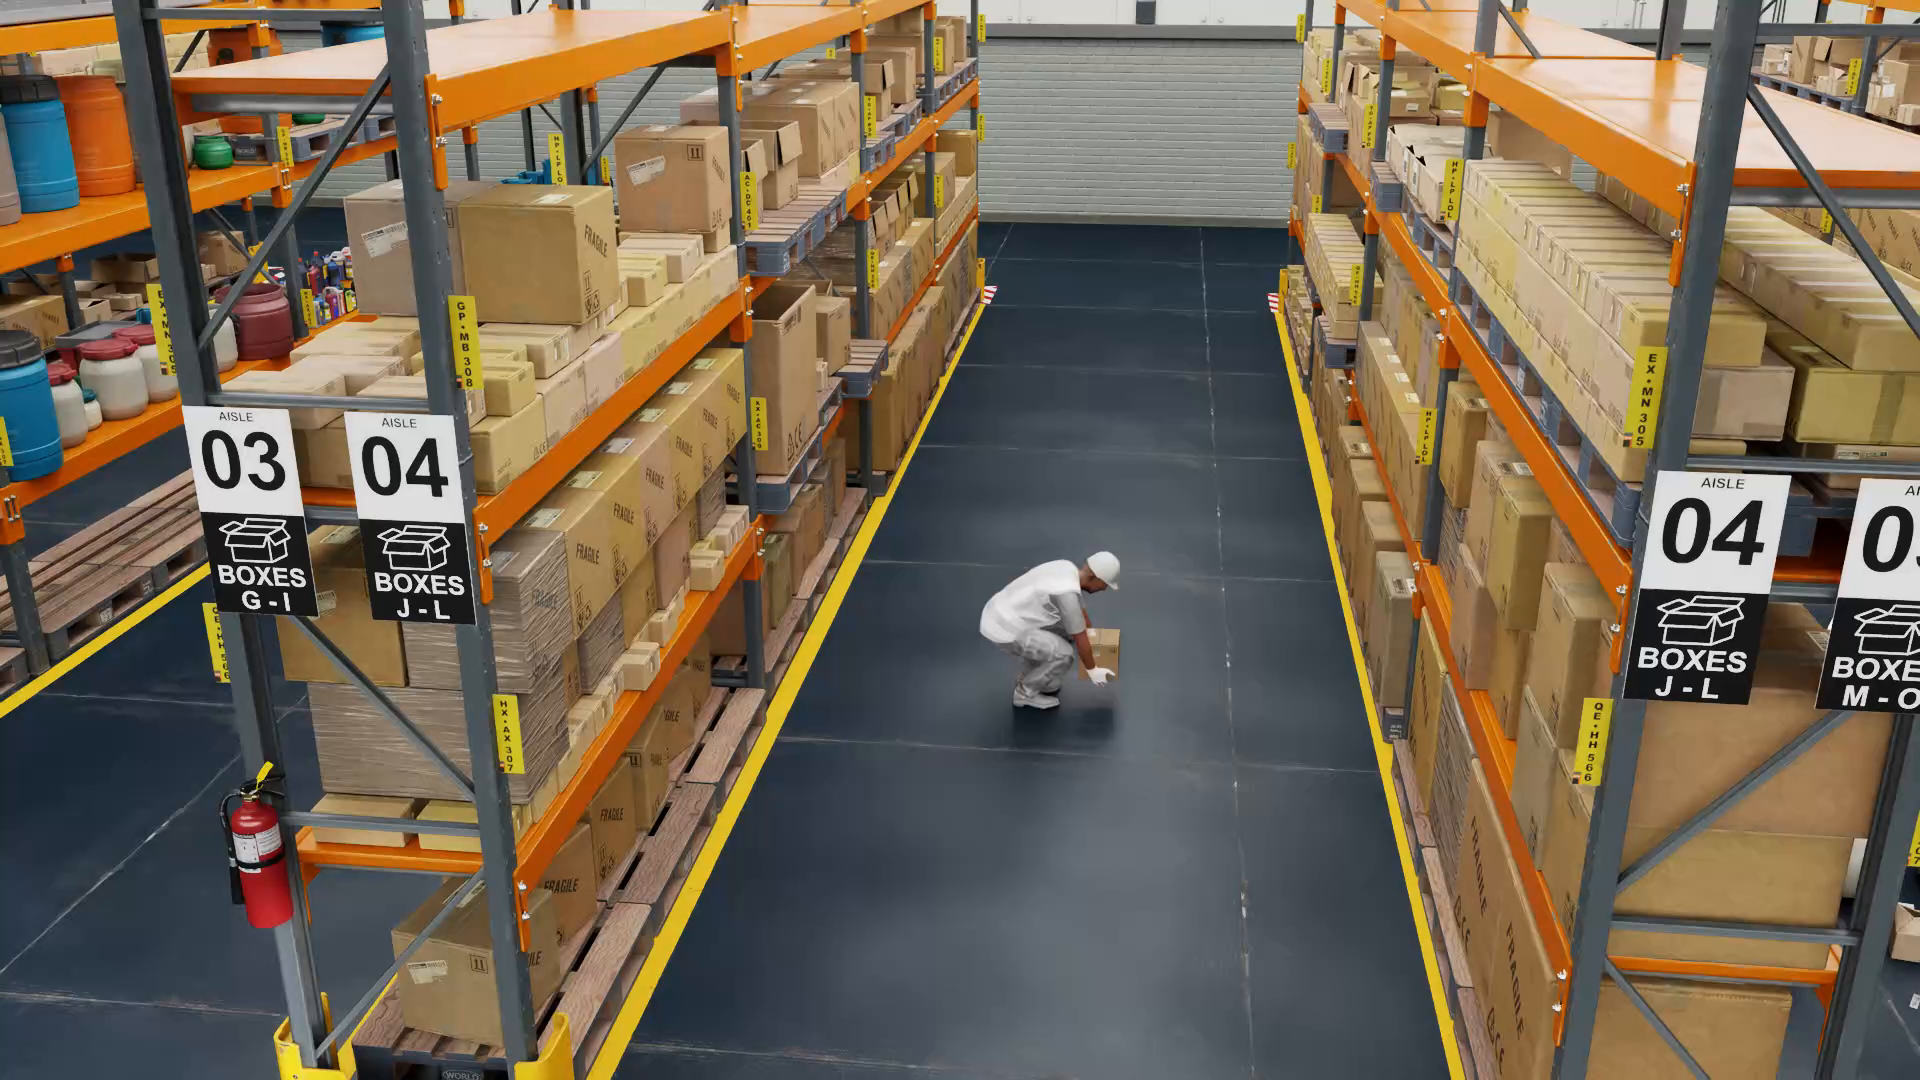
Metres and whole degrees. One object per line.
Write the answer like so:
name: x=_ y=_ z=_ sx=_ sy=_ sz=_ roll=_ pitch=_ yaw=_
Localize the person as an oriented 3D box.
person: x=0.575 y=0.553 z=10.705 sx=0.891 sy=1.008 sz=0.550 roll=2 pitch=21 yaw=5
